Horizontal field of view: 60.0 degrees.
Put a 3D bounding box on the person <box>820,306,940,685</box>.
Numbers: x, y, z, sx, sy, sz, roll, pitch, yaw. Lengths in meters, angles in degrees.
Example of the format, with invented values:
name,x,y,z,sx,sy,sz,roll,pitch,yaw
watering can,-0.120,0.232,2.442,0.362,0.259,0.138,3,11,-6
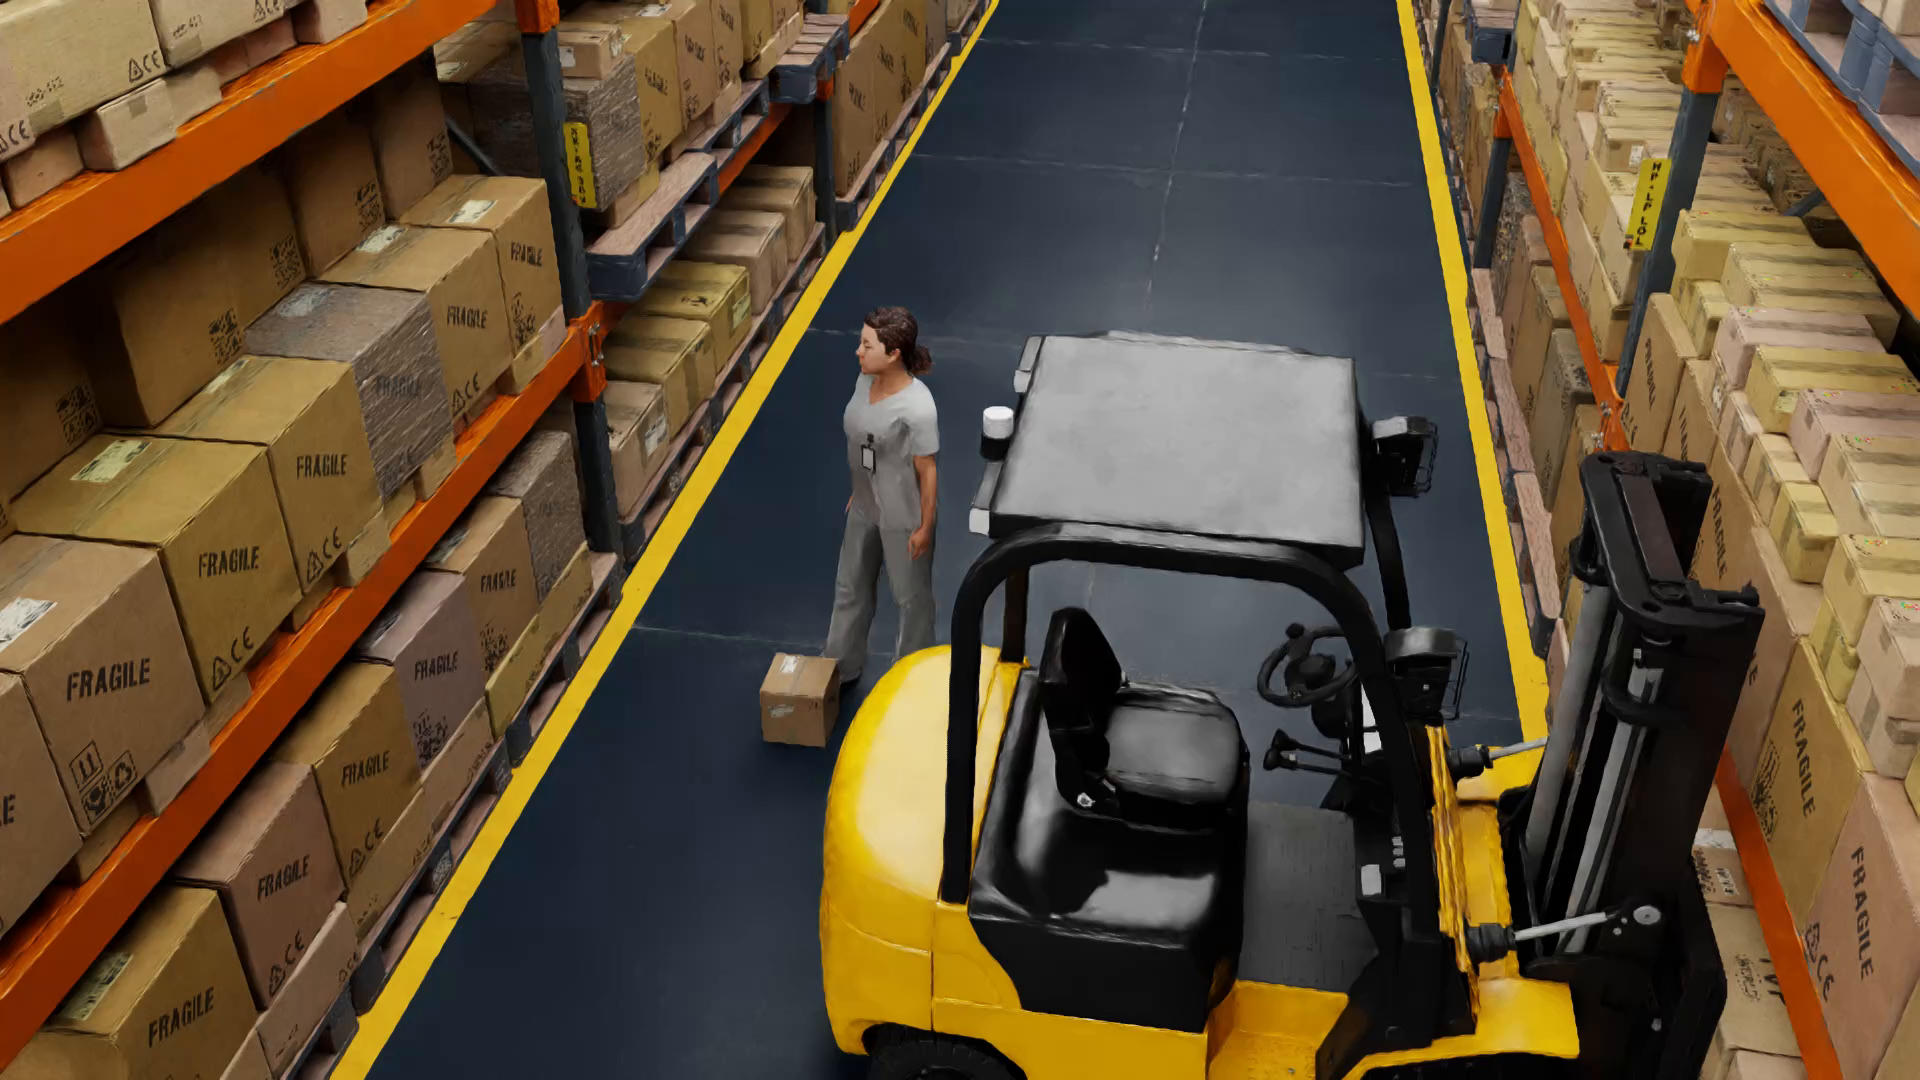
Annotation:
name,x,y,z,sx,sy,sz,roll,pitch,yaw
person,-0.328,-0.082,6.255,0.549,1.672,0.461,-23,39,-31
